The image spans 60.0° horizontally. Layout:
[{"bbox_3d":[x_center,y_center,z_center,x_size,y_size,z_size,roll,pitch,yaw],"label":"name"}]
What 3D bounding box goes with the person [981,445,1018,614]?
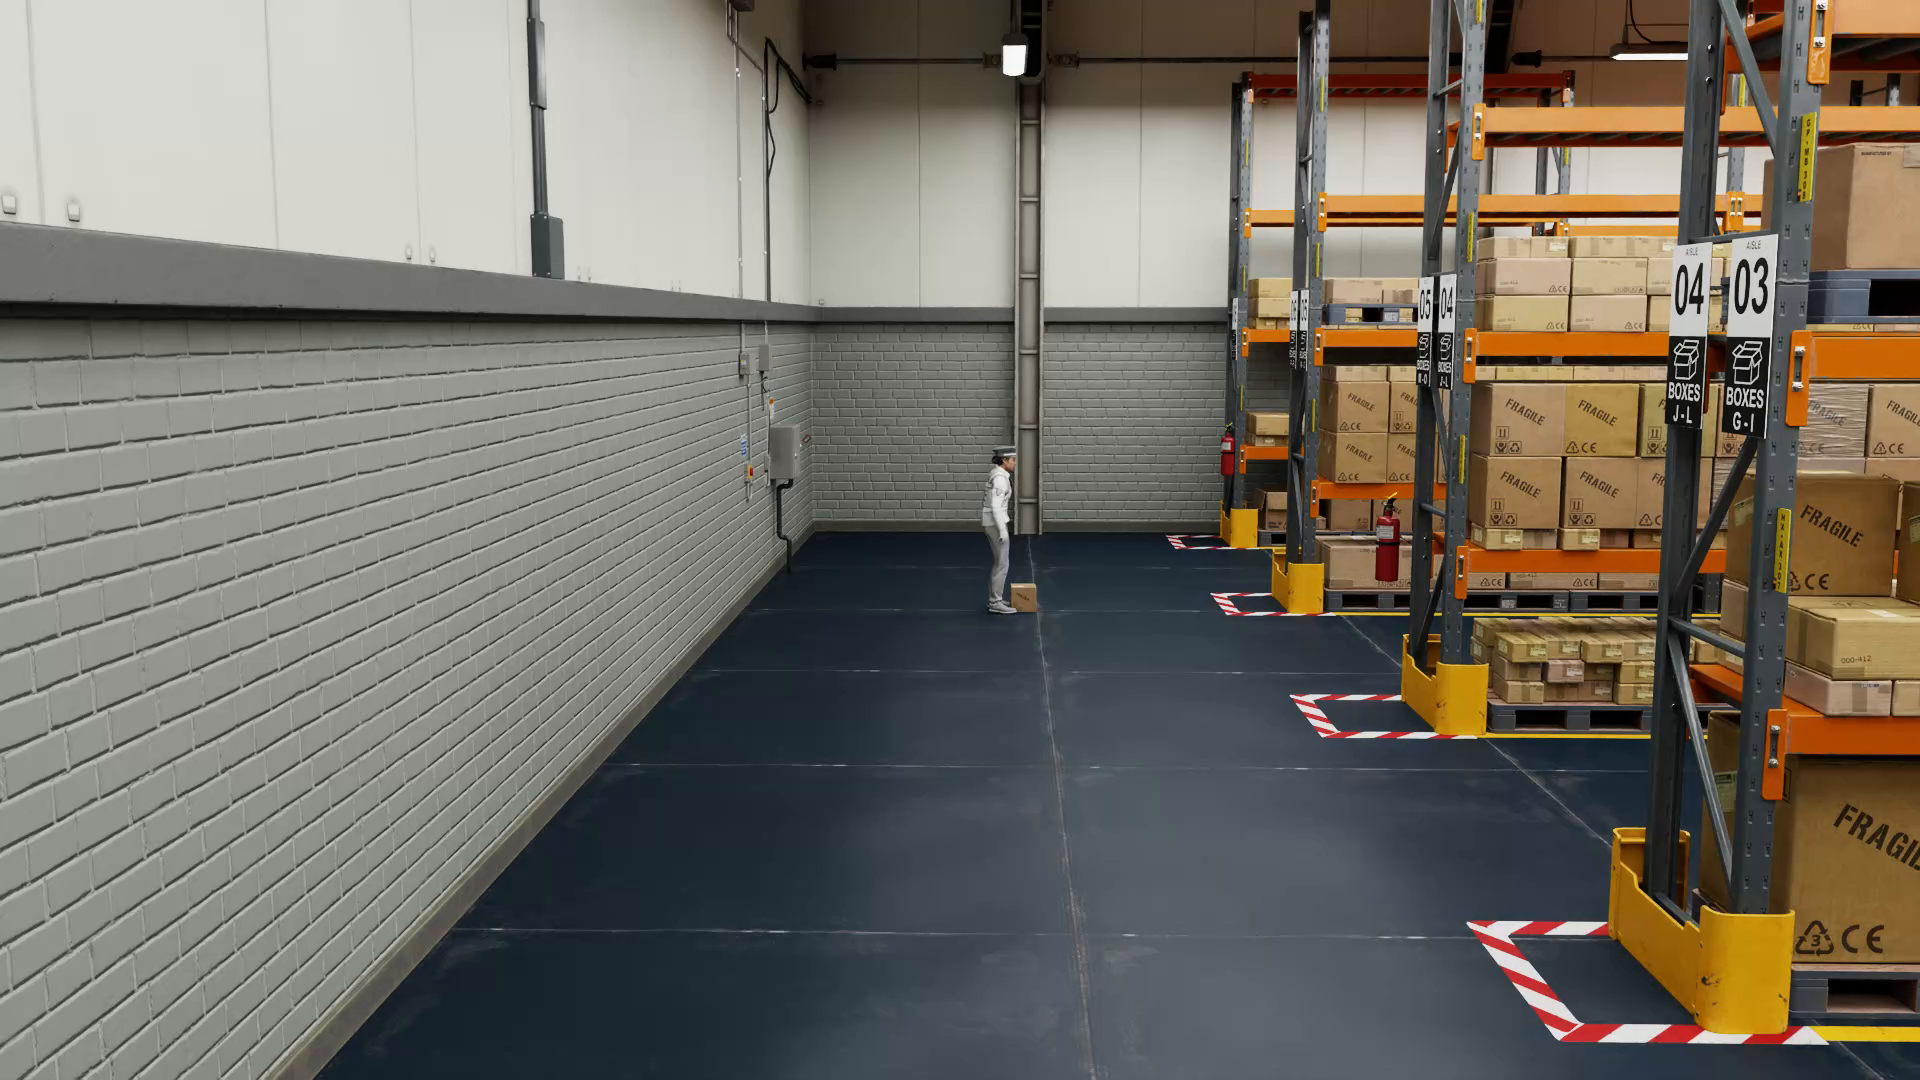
[{"bbox_3d":[0.398,-0.117,16.671,0.371,1.663,0.530,0,7,2],"label":"person"}]
